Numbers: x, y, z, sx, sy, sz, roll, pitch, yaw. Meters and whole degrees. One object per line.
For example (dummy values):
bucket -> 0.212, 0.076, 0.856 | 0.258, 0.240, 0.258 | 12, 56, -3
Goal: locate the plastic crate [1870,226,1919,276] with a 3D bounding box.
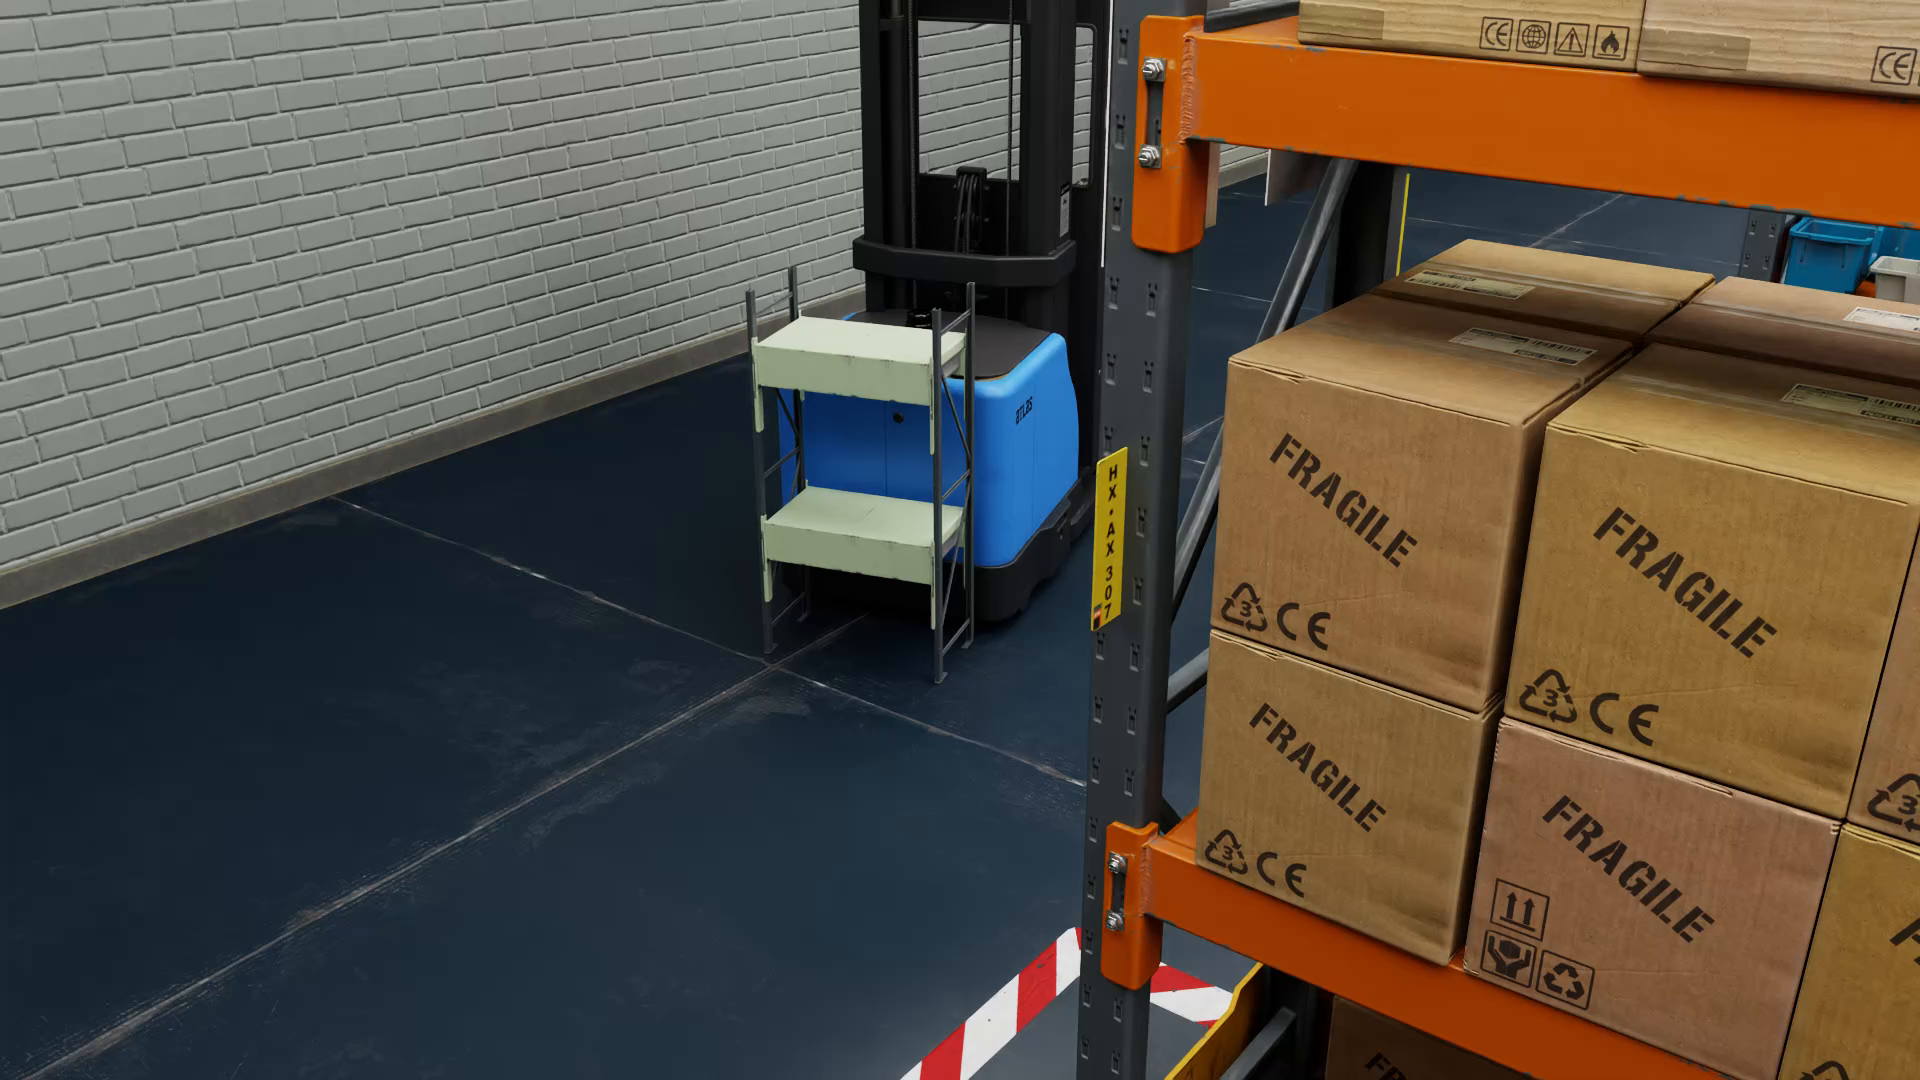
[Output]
plastic crate -> 3.946, -1.399, 7.087 | 0.499, 0.435, 0.616 | 17, 29, 33

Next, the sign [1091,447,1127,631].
sign -> 0.267, 0.000, 2.956 | 0.005, 0.325, 0.100 | 17, 29, 33

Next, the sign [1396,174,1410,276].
sign -> 0.941, -0.628, 3.626 | 0.005, 0.325, 0.100 | 17, 29, 33

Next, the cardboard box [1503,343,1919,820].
cardboard box -> 1.212, 0.034, 2.588 | 0.500, 0.500, 0.500 | 17, 29, 34

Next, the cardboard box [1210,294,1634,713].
cardboard box -> 0.789, -0.090, 2.870 | 0.500, 0.500, 0.500 | 18, 29, 35

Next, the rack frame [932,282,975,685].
rack frame -> -0.021, -0.201, 6.345 | 0.023, 1.500, 0.400 | 8, 25, 18

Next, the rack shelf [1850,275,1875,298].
rack shelf -> 5.166, -0.563, 6.201 | 4.000, 0.370, 1.077 | 17, 29, 33

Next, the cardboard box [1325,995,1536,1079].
cardboard box -> 1.175, 1.216, 3.825 | 0.500, 0.500, 0.500 | 17, 29, 33

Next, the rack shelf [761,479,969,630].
rack shelf -> -0.366, 0.048, 6.590 | 0.720, 0.370, 0.431 | 8, 25, 18

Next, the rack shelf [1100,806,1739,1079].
rack shelf -> 2.192, 1.034, 2.575 | 4.000, 0.370, 1.077 | 17, 29, 33

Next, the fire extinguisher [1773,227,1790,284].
fire extinguisher -> 3.718, -1.353, 7.660 | 0.183, 0.674, 0.296 | 17, 29, 33

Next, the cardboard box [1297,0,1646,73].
cardboard box -> 0.851, -0.877, 2.485 | 0.500, 0.250, 0.500 | 17, 29, 33

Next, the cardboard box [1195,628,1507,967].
cardboard box -> 0.789, 0.368, 3.071 | 0.500, 0.500, 0.500 | 18, 29, 34

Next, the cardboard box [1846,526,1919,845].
cardboard box -> 1.609, 0.157, 2.310 | 0.500, 0.500, 0.500 | 17, 29, 34

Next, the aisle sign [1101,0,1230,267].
aisle sign -> 0.361, -0.890, 2.826 | 0.004, 0.787, 0.394 | 17, 29, 33

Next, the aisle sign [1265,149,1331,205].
aisle sign -> 0.721, -1.084, 3.266 | 0.004, 0.787, 0.394 | 17, 29, 33

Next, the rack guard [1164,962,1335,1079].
rack guard -> 0.653, 1.383, 3.990 | 0.348, 0.500, 1.175 | 17, 29, 33

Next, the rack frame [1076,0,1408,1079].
rack frame -> 0.592, 0.221, 3.528 | 0.127, 3.000, 1.000 | 17, 29, 33

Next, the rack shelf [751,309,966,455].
rack shelf -> -0.366, -0.608, 6.301 | 0.720, 0.370, 0.431 | 8, 25, 18

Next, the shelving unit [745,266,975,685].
shelving unit -> -0.366, -0.250, 6.458 | 0.755, 1.500, 0.431 | 8, 25, 18

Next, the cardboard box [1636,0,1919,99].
cardboard box -> 1.243, -0.752, 2.202 | 0.500, 0.250, 0.500 | 17, 29, 33

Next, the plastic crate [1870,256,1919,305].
plastic crate -> 3.773, -1.013, 6.581 | 0.298, 0.136, 0.250 | 17, 29, 33

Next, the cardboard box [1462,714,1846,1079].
cardboard box -> 1.205, 0.491, 2.792 | 0.500, 0.500, 0.500 | 16, 29, 33

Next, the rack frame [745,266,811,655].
rack frame -> -0.710, -0.300, 6.572 | 0.023, 1.500, 0.400 | 8, 25, 18

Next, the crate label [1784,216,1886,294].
crate label -> 3.566, -1.161, 6.798 | 0.303, 0.233, 0.416 | 17, 29, 33

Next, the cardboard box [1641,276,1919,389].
cardboard box -> 1.518, -0.141, 2.987 | 0.500, 0.500, 0.500 | 18, 29, 35

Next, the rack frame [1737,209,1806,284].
rack frame -> 3.566, -1.376, 7.153 | 0.127, 3.000, 1.000 | 17, 29, 33

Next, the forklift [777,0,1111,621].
forklift -> 0.211, -1.577, 7.695 | 1.130, 2.935, 3.031 | 8, 25, 18

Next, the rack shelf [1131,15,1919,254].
rack shelf -> 2.192, -0.339, 1.971 | 4.000, 0.370, 1.077 | 17, 29, 33

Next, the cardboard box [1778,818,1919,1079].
cardboard box -> 1.605, 0.613, 2.514 | 0.500, 0.500, 0.500 | 17, 29, 33

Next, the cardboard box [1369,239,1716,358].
cardboard box -> 1.113, -0.263, 3.263 | 0.500, 0.500, 0.500 | 17, 29, 33
